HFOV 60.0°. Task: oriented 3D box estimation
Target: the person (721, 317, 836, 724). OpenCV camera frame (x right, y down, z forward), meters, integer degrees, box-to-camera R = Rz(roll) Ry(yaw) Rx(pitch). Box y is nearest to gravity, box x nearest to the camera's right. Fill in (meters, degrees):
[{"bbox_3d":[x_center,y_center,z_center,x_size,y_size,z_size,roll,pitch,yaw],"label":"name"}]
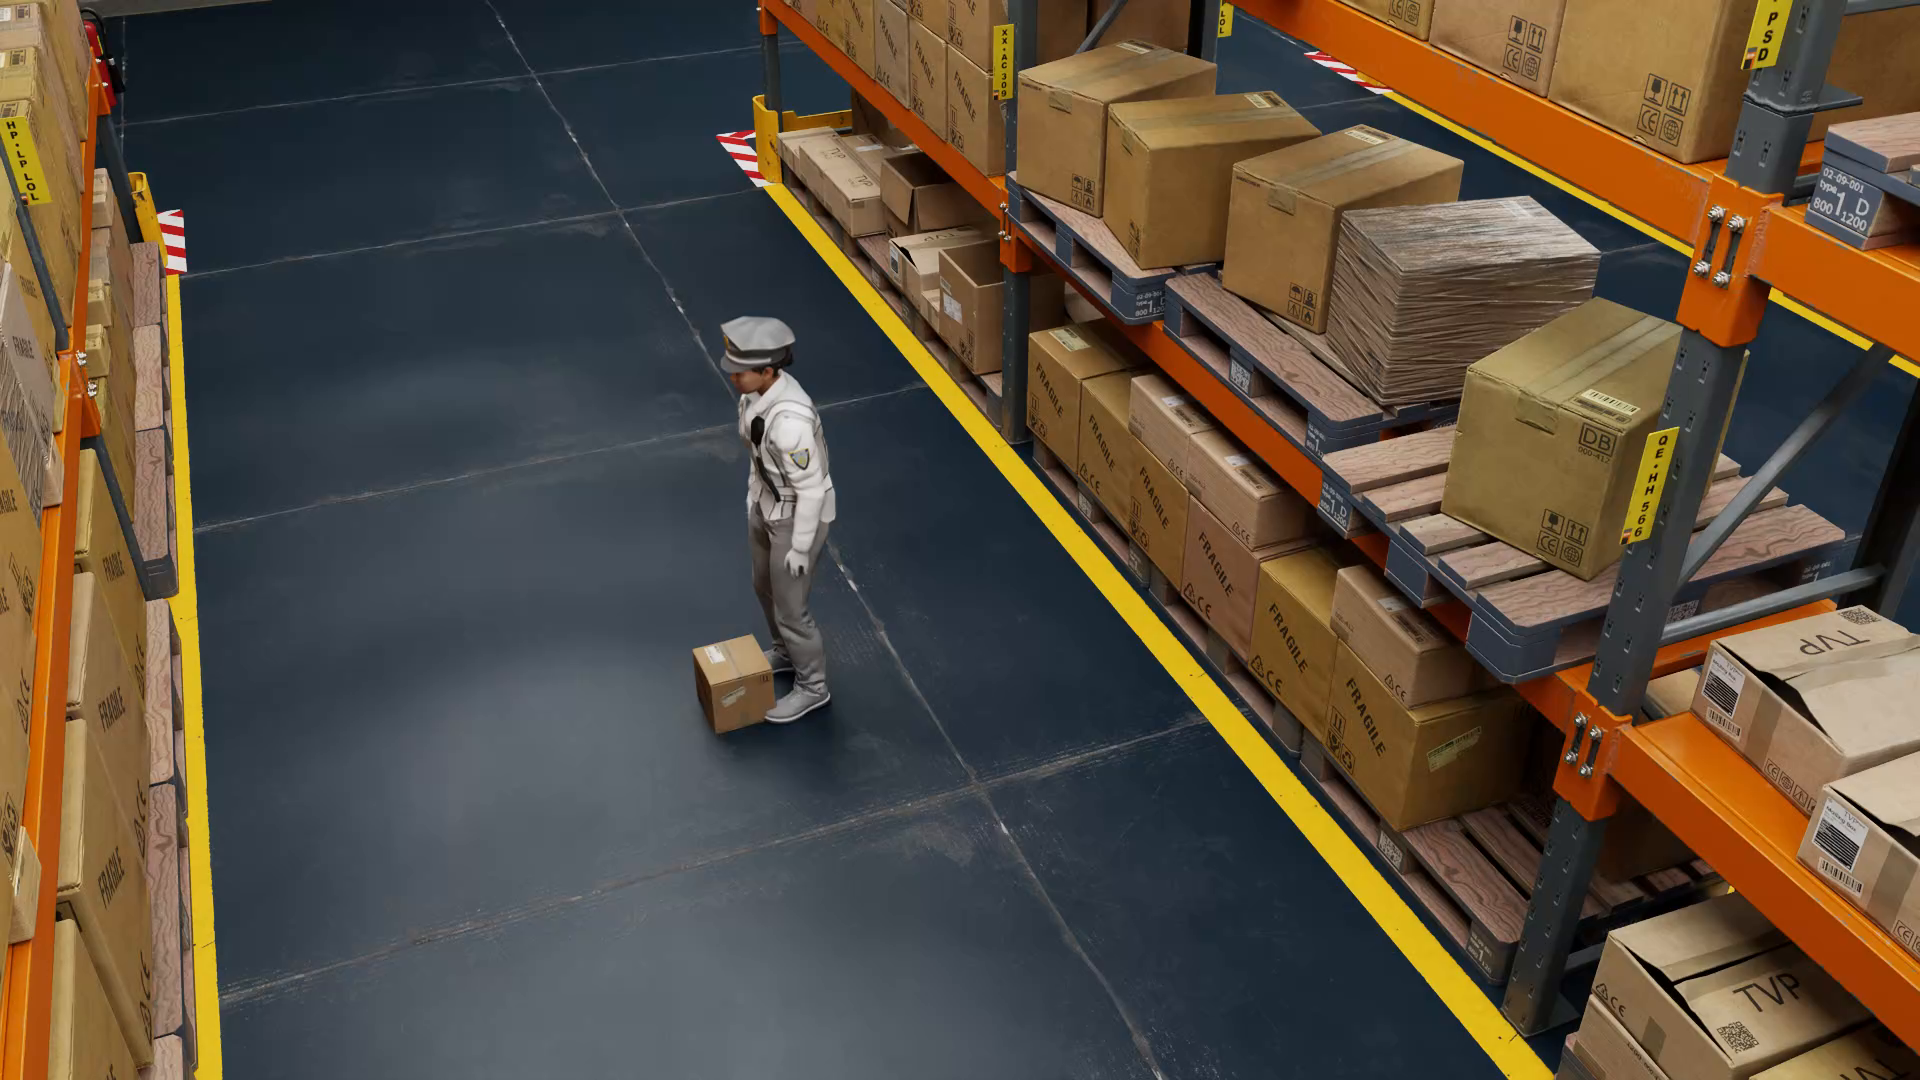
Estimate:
[{"bbox_3d":[-0.667,-0.074,6.250,0.374,1.662,0.535,-15,37,-21],"label":"person"}]
